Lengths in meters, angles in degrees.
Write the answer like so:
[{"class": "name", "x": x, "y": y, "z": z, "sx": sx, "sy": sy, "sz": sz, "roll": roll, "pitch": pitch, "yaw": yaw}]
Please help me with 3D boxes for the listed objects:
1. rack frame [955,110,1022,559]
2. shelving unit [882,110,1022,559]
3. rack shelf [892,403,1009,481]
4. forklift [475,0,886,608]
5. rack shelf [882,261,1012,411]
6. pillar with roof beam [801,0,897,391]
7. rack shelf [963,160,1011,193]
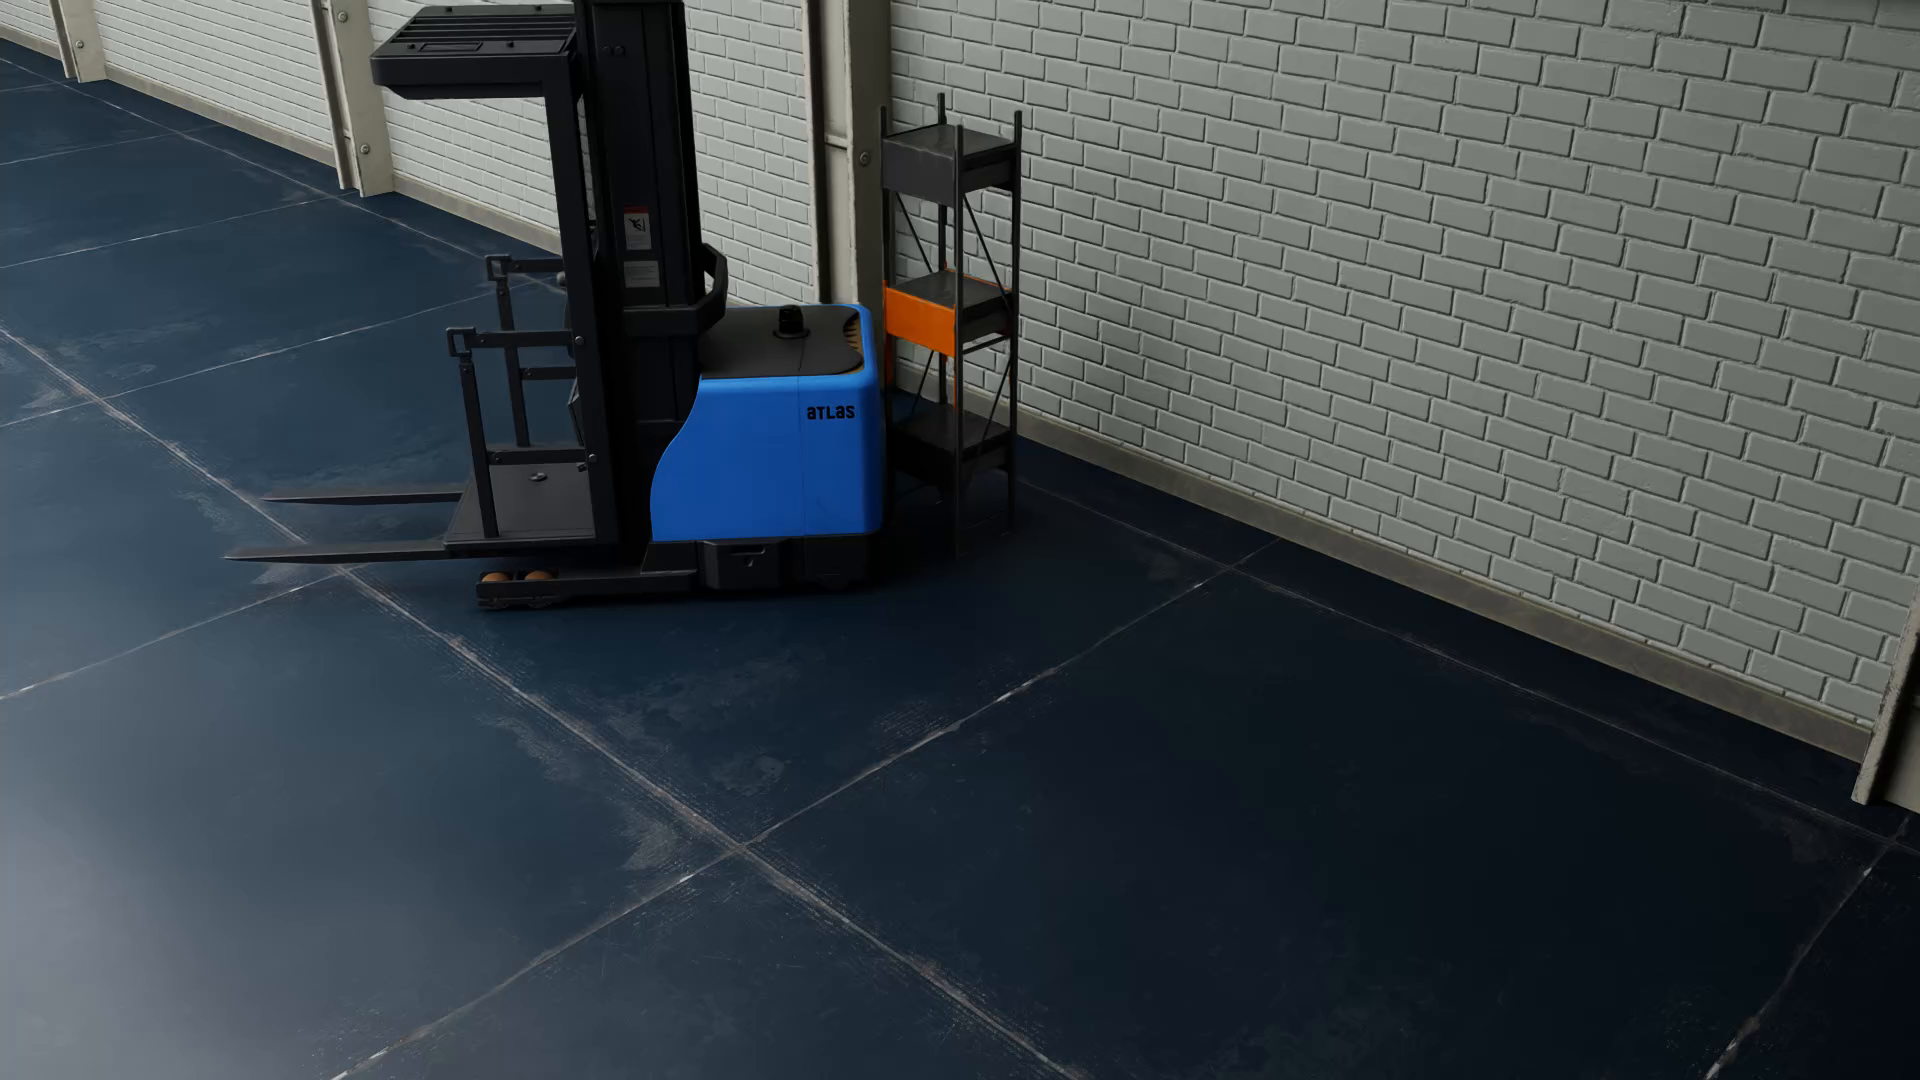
[{"class": "rack frame", "x": 0.127, "y": -0.904, "z": 7.713, "sx": 0.400, "sy": 2.100, "sz": 0.015, "roll": -25, "pitch": 36, "yaw": -39}, {"class": "shelving unit", "x": -0.041, "y": -0.983, "z": 7.863, "sx": 0.431, "sy": 2.100, "sz": 0.492, "roll": -25, "pitch": 36, "yaw": -39}, {"class": "rack shelf", "x": -0.045, "y": -0.474, "z": 8.135, "sx": 0.368, "sy": 0.174, "sz": 0.457, "roll": -25, "pitch": 36, "yaw": -39}, {"class": "forklift", "x": -1.892, "y": -1.234, "z": 7.447, "sx": 3.031, "sy": 2.935, "sz": 1.130, "roll": -2, "pitch": 28, "yaw": -4}, {"class": "rack shelf", "x": -0.045, "y": -0.973, "z": 7.873, "sx": 0.431, "sy": 0.518, "sz": 0.480, "roll": -25, "pitch": 36, "yaw": -39}, {"class": "pillar with roof beam", "x": -3.639, "y": -3.506, "z": 5.249, "sx": 0.400, "sy": 9.000, "sz": 9.100, "roll": 25, "pitch": 36, "yaw": 38}, {"class": "rack shelf", "x": -0.045, "y": -1.681, "z": 7.500, "sx": 0.332, "sy": 0.100, "sz": 0.442, "roll": -25, "pitch": 36, "yaw": -39}]
